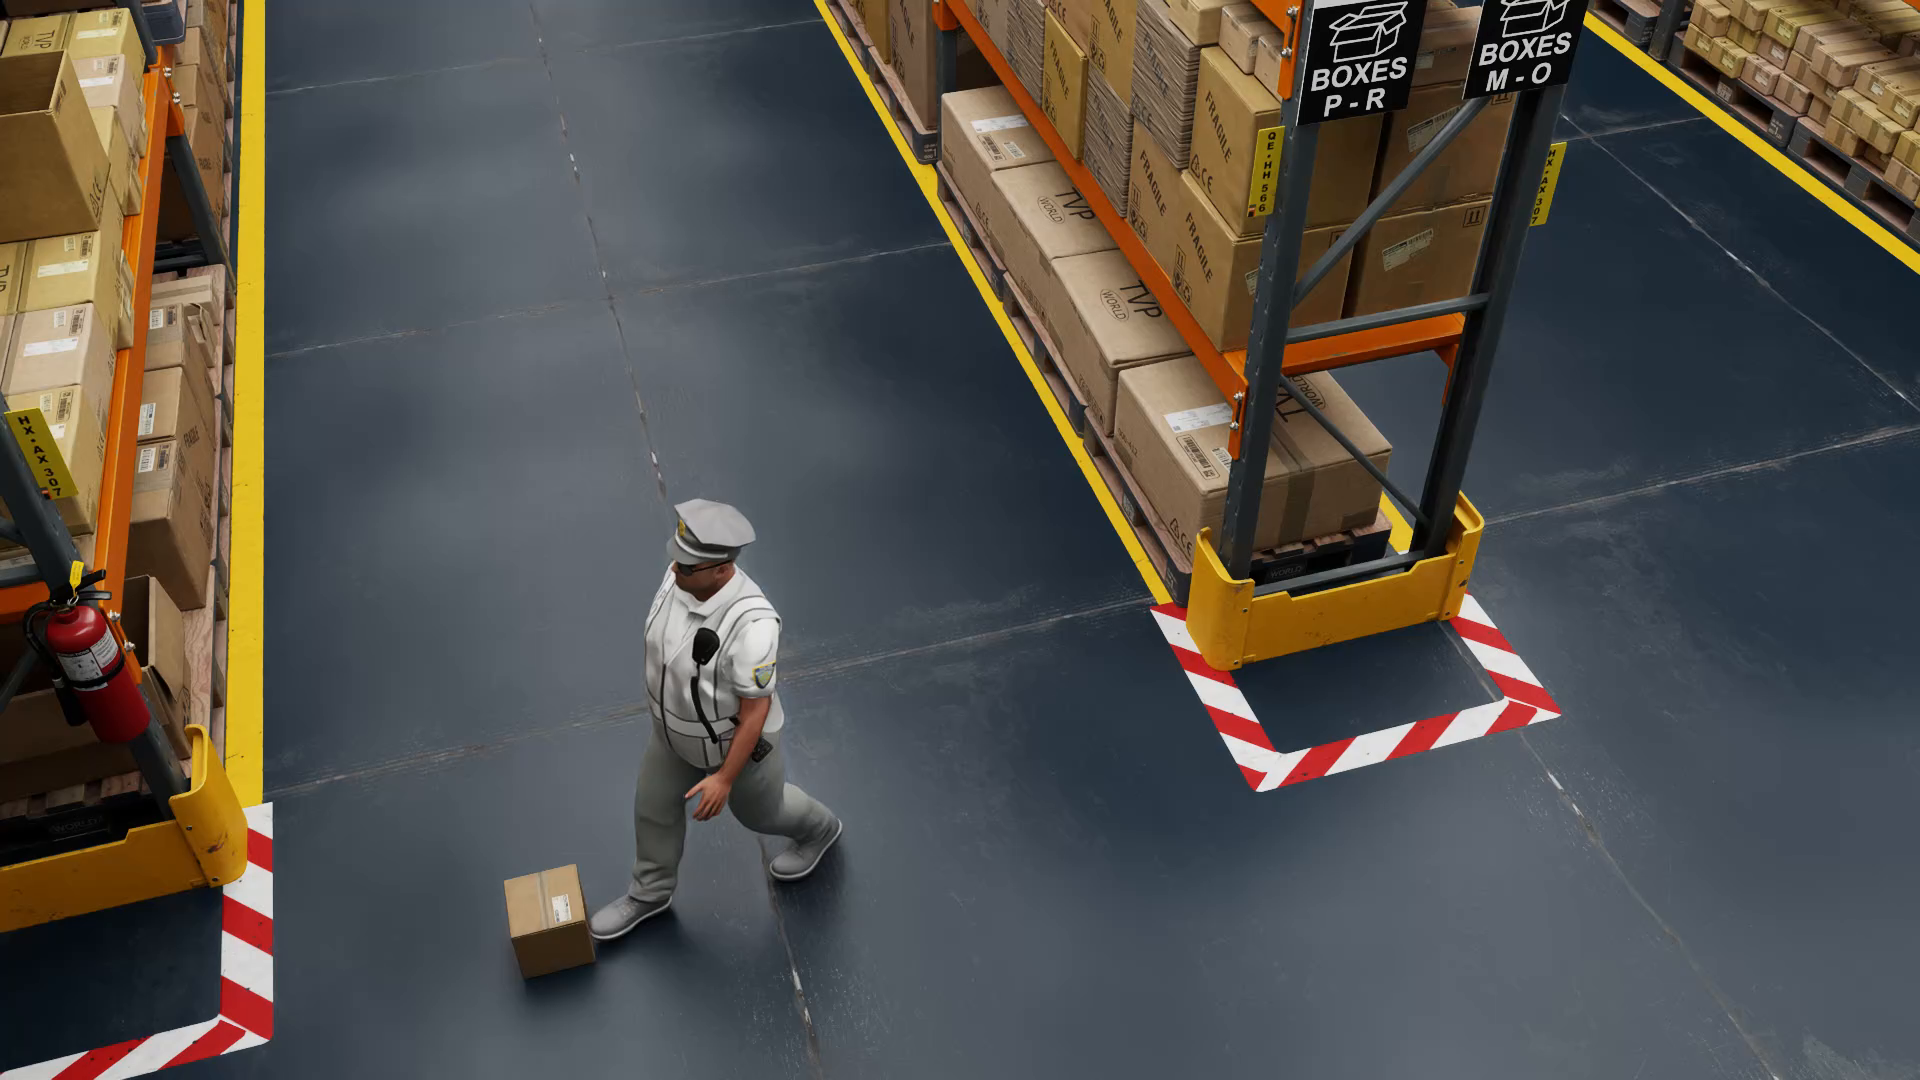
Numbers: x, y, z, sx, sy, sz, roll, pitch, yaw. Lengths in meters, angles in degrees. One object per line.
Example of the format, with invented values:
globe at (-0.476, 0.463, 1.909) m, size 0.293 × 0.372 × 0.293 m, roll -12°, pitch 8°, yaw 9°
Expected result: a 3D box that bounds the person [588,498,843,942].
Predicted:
person at (-0.850, 0.633, 5.434) m, size 0.537 × 1.723 × 0.937 m, roll 31°, pitch 51°, yaw 30°
